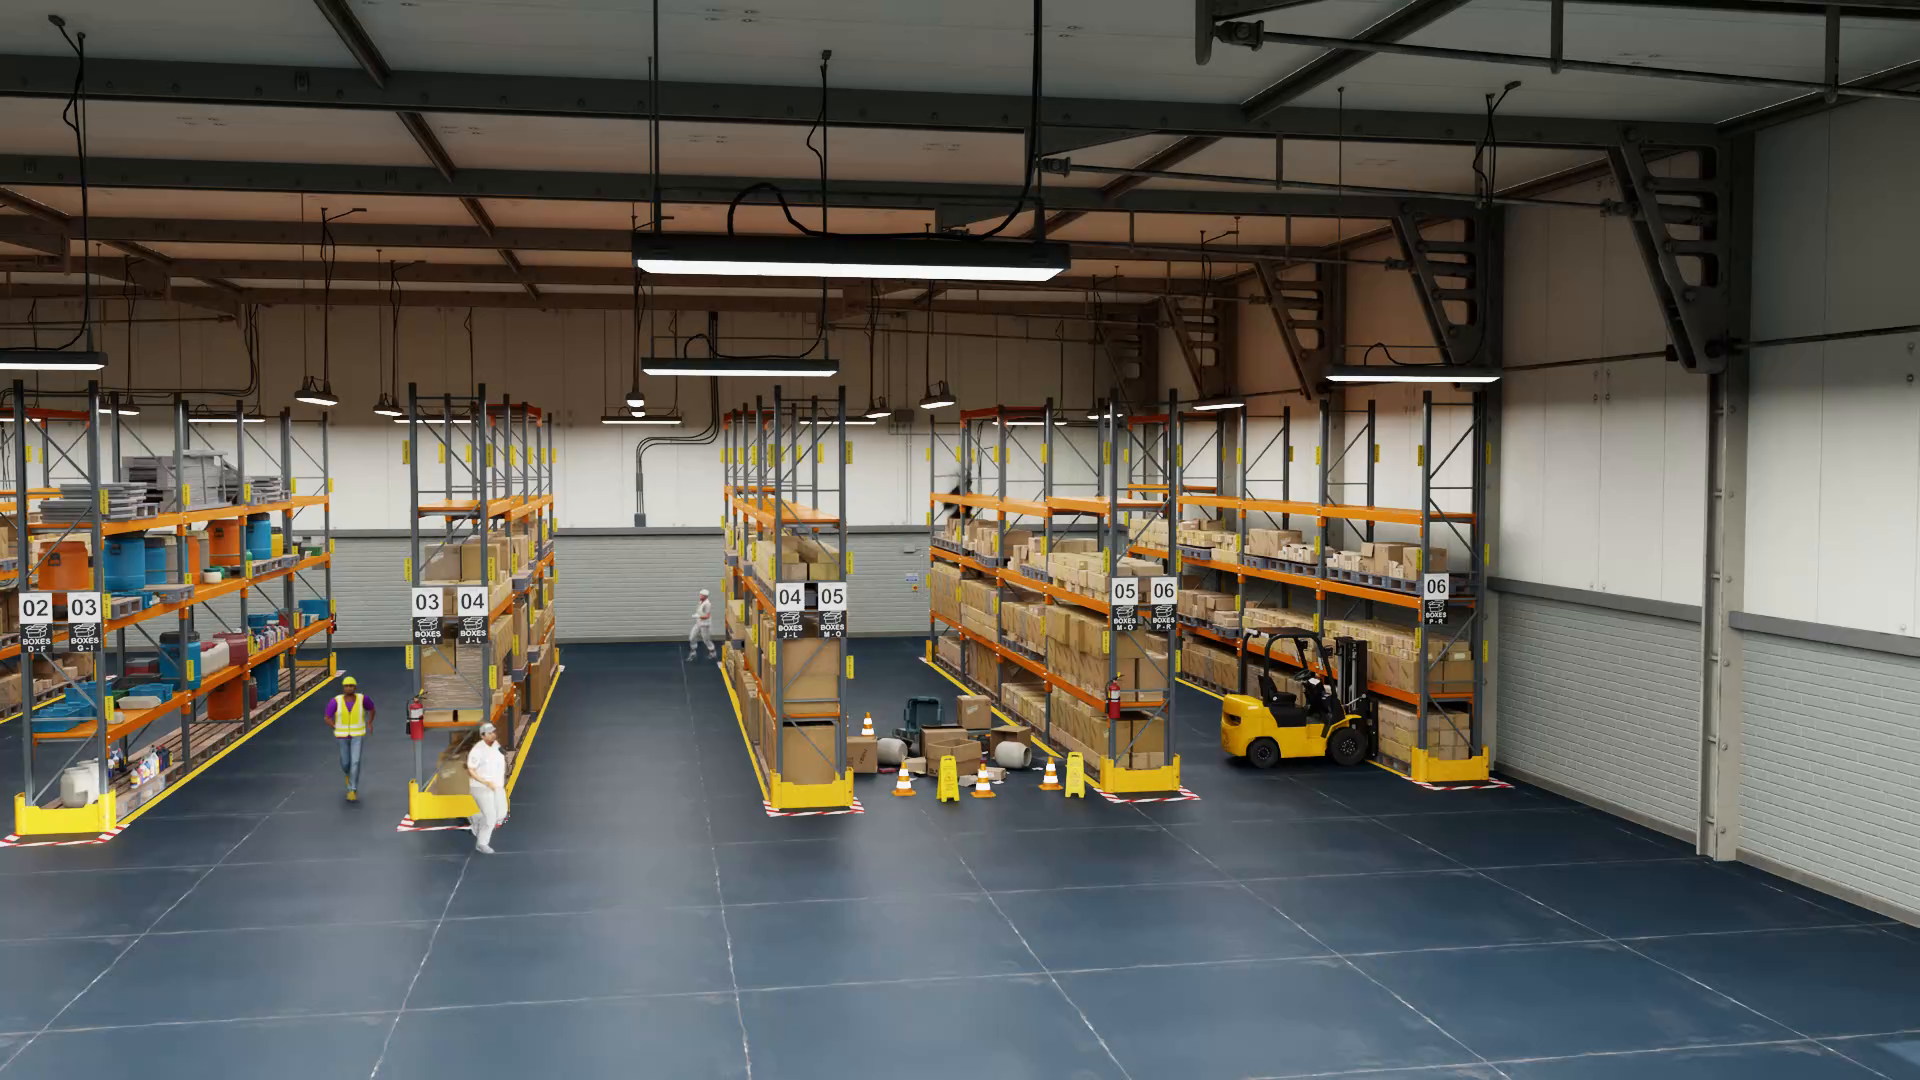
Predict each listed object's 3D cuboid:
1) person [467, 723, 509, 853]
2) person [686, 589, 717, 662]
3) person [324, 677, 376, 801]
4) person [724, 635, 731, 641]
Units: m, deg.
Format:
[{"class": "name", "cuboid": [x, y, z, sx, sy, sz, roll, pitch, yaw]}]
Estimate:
[{"class": "person", "cuboid": [-6.009, 3.134, 21.095, 0.599, 1.643, 0.631, 1, 3, 27]}, {"class": "person", "cuboid": [-6.200, 2.081, 40.350, 0.763, 1.794, 0.694, -2, 4, -38]}, {"class": "person", "cuboid": [-8.948, 2.877, 24.385, 0.698, 1.759, 0.984, -1, 3, -16]}, {"class": "person", "cuboid": [-5.567, 2.133, 40.831, 0.549, 1.580, 0.630, 0, 3, 7]}]
